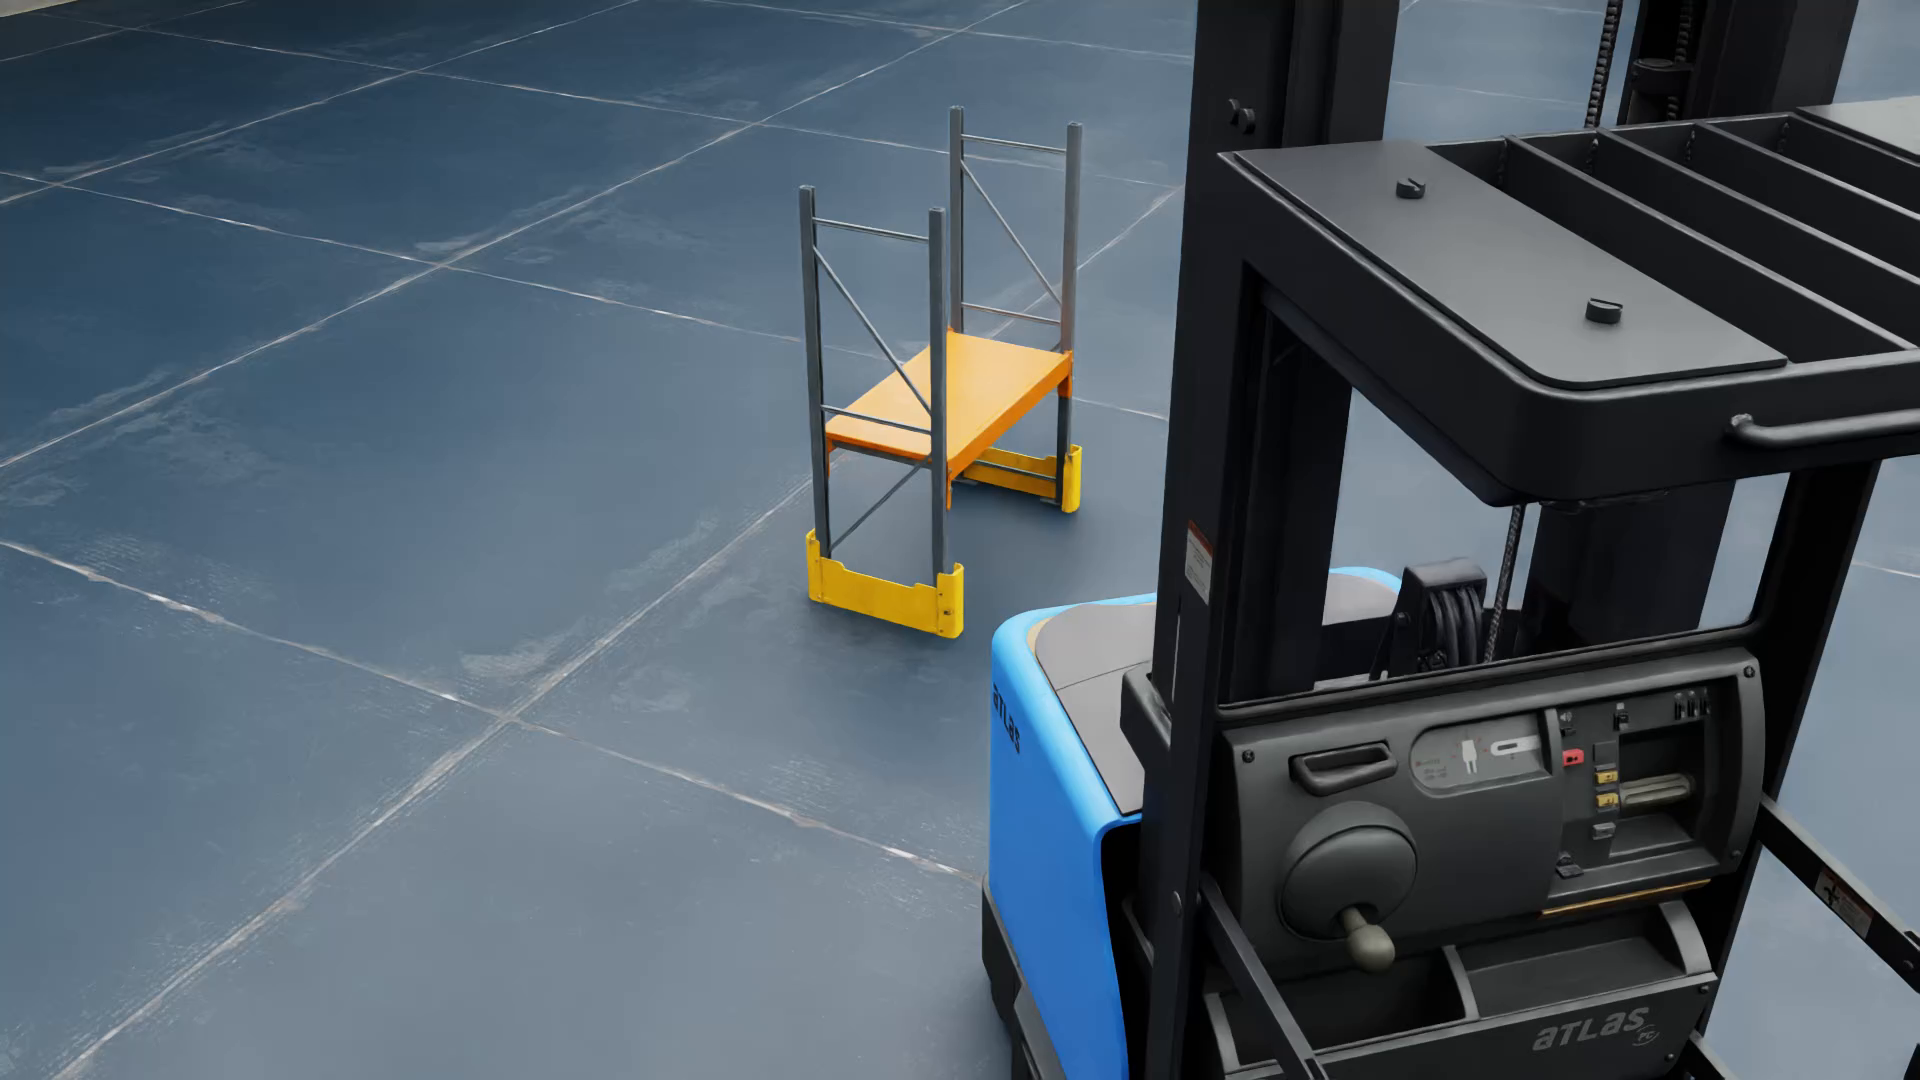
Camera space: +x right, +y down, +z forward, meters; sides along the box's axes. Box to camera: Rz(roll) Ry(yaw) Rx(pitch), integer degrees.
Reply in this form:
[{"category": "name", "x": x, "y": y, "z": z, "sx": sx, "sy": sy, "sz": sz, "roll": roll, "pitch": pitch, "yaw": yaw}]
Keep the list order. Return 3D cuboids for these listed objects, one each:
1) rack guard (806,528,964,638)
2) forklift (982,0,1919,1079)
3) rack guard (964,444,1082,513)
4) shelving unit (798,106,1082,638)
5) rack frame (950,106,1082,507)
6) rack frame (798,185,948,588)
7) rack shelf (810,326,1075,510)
[{"category": "rack guard", "x": -0.262, "y": 0.146, "z": 5.744, "sx": 0.587, "sy": 0.250, "sz": 0.087, "roll": 14, "pitch": 33, "yaw": 23}, {"category": "forklift", "x": 0.926, "y": 0.477, "z": 2.476, "sx": 1.130, "sy": 2.935, "sz": 3.031, "roll": -7, "pitch": 31, "yaw": -13}, {"category": "rack guard", "x": 0.192, "y": -0.295, "z": 6.513, "sx": 0.587, "sy": 0.250, "sz": 0.087, "roll": 14, "pitch": 33, "yaw": 23}, {"category": "shelving unit", "x": -0.035, "y": -0.617, "z": 5.818, "sx": 0.587, "sy": 1.500, "sz": 1.083, "roll": 14, "pitch": 33, "yaw": 23}, {"category": "rack frame", "x": 0.193, "y": -0.838, "z": 6.203, "sx": 0.500, "sy": 1.500, "sz": 0.032, "roll": 14, "pitch": 33, "yaw": 23}, {"category": "rack frame", "x": -0.270, "y": -0.387, "z": 5.418, "sx": 0.500, "sy": 1.500, "sz": 0.032, "roll": 14, "pitch": 33, "yaw": 23}, {"category": "rack shelf", "x": -0.039, "y": -0.457, "z": 5.900, "sx": 0.538, "sy": 0.185, "sz": 1.000, "roll": 14, "pitch": 33, "yaw": 23}]
